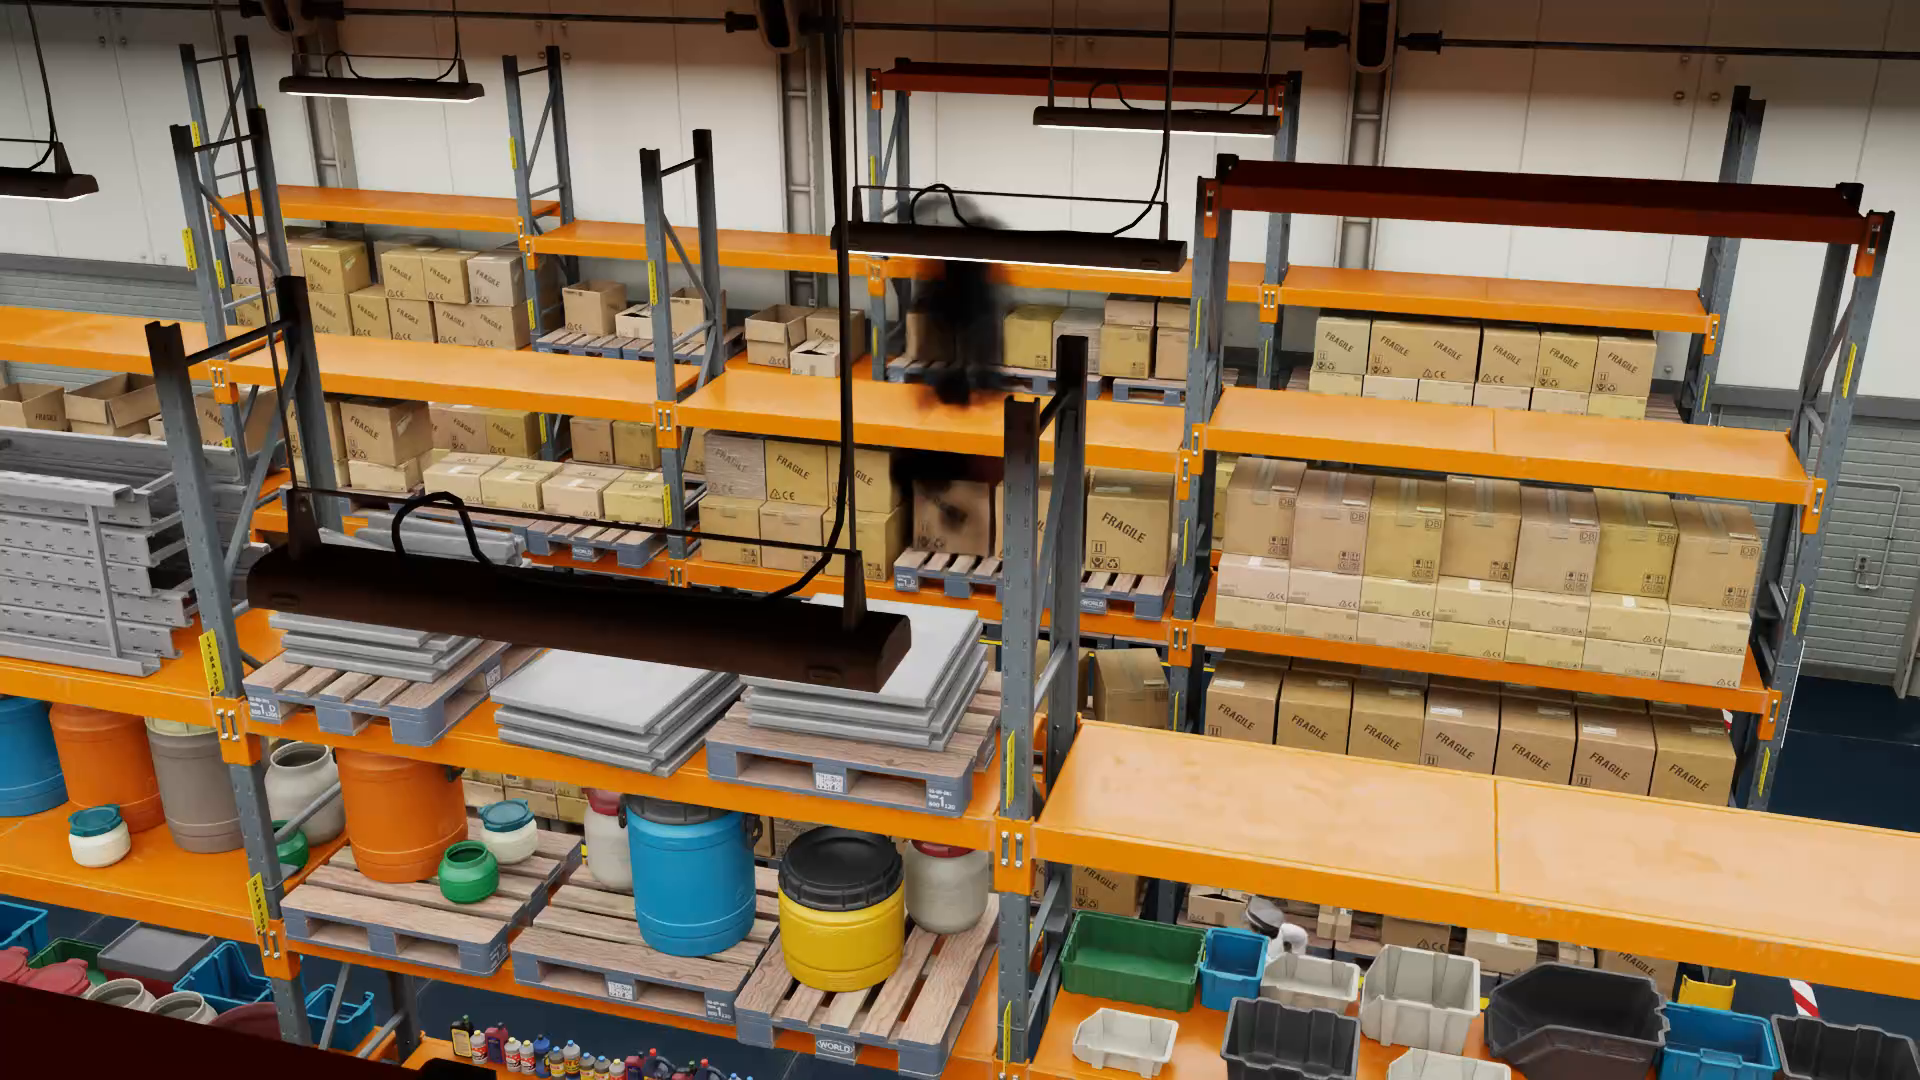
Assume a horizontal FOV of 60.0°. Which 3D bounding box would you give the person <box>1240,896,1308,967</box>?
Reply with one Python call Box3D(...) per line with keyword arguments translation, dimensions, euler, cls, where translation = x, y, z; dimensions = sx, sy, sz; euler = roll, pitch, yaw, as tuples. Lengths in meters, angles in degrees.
Box3D(translation=(1.976, 3.052, 10.874), dimensions=(0.729, 1.668, 0.644), euler=(6, 23, 14), cls="person")
